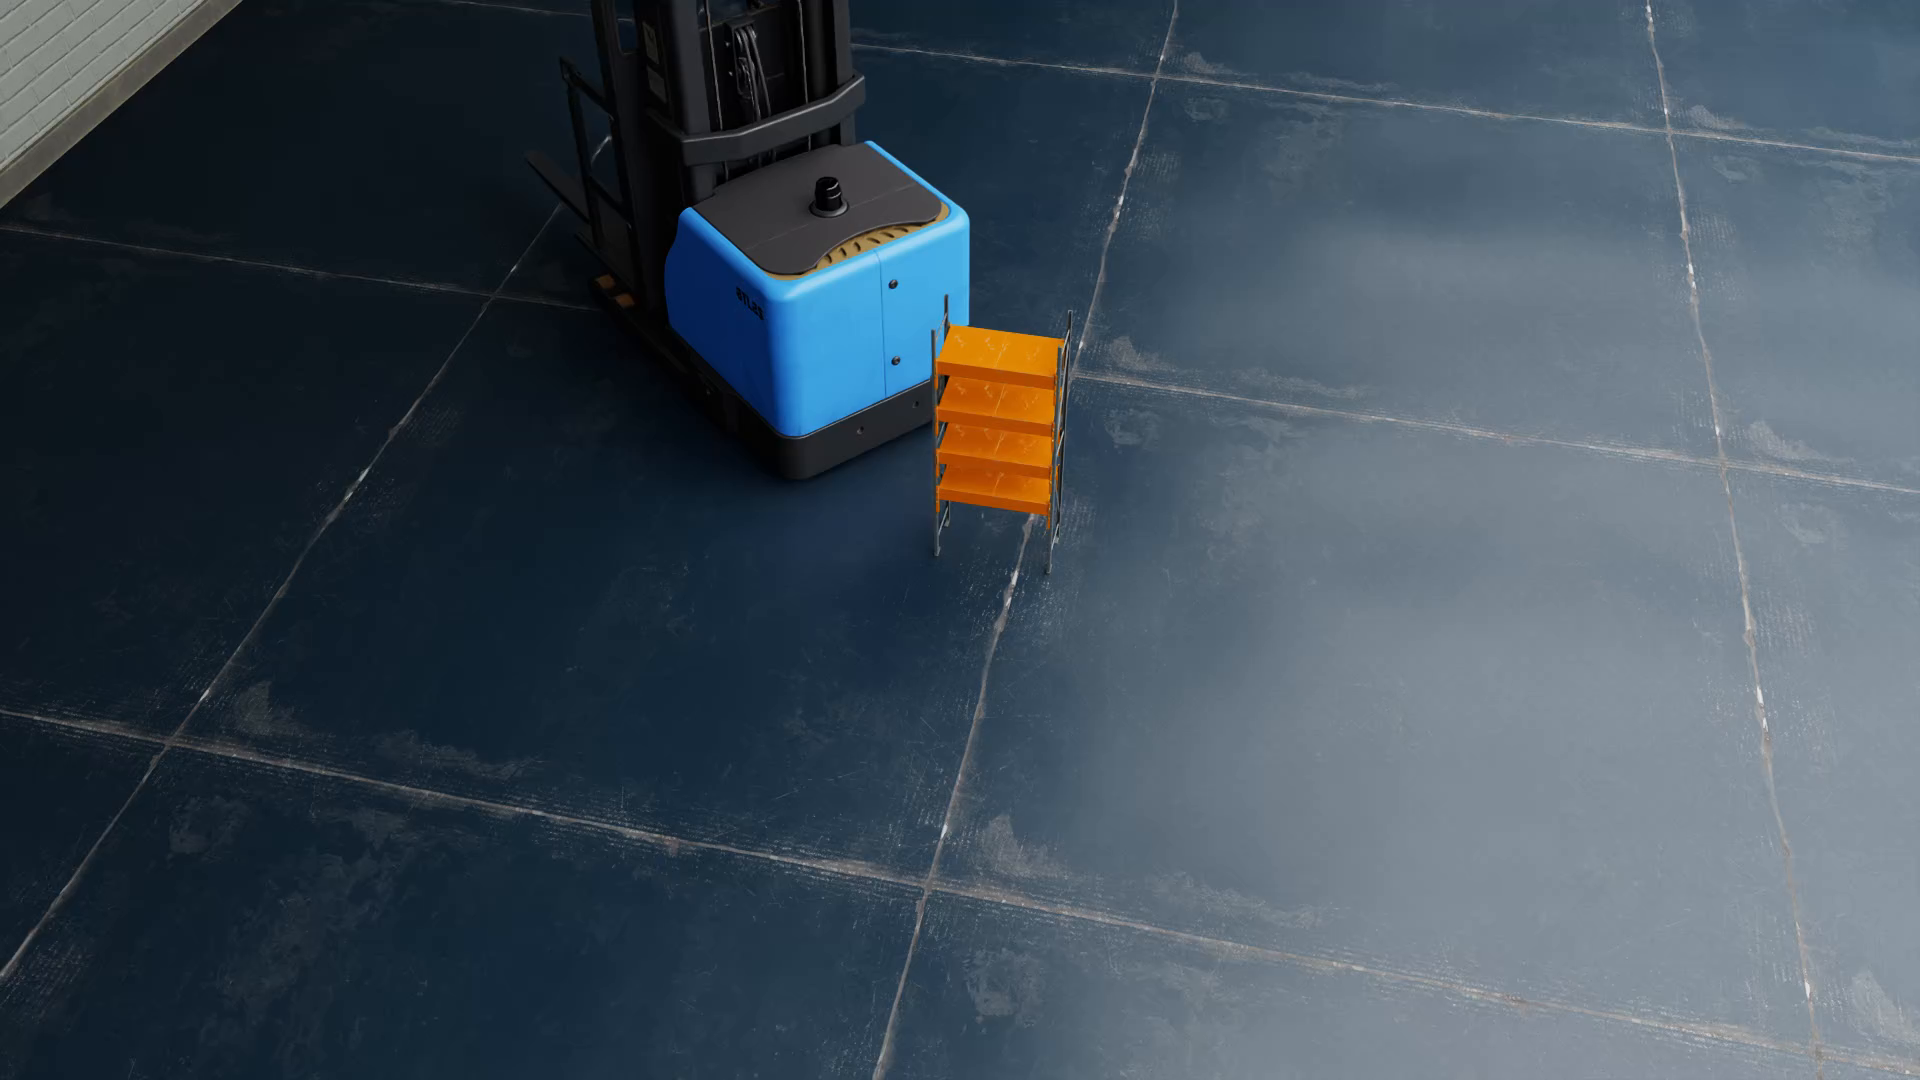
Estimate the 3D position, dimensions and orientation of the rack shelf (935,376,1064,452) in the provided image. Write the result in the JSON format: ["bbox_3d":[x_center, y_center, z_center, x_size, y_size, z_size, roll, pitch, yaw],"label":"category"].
[{"bbox_3d":[0.162,-0.520,6.659,0.480,0.148,0.258,9,45,9],"label":"rack shelf"}]

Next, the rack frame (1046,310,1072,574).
[{"bbox_3d":[0.400,-0.370,6.730,0.015,1.200,0.240,9,45,9],"label":"rack frame"}]

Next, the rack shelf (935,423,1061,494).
[{"bbox_3d":[0.162,-0.359,6.815,0.480,0.148,0.258,9,45,9],"label":"rack shelf"}]

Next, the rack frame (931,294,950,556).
[{"bbox_3d":[-0.077,-0.444,6.806,0.015,1.200,0.240,9,45,9],"label":"rack frame"}]

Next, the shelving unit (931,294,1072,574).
[{"bbox_3d":[0.162,-0.407,6.768,0.503,1.200,0.258,9,45,9],"label":"shelving unit"}]

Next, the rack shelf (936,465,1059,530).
[{"bbox_3d":[0.162,-0.216,6.952,0.480,0.148,0.258,9,45,9],"label":"rack shelf"}]

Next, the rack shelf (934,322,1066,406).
[{"bbox_3d":[0.162,-0.690,6.495,0.480,0.148,0.258,9,45,9],"label":"rack shelf"}]

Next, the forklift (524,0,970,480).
[{"bbox_3d":[-1.220,-2.303,7.489,1.130,2.935,3.031,-27,50,-25],"label":"forklift"}]
